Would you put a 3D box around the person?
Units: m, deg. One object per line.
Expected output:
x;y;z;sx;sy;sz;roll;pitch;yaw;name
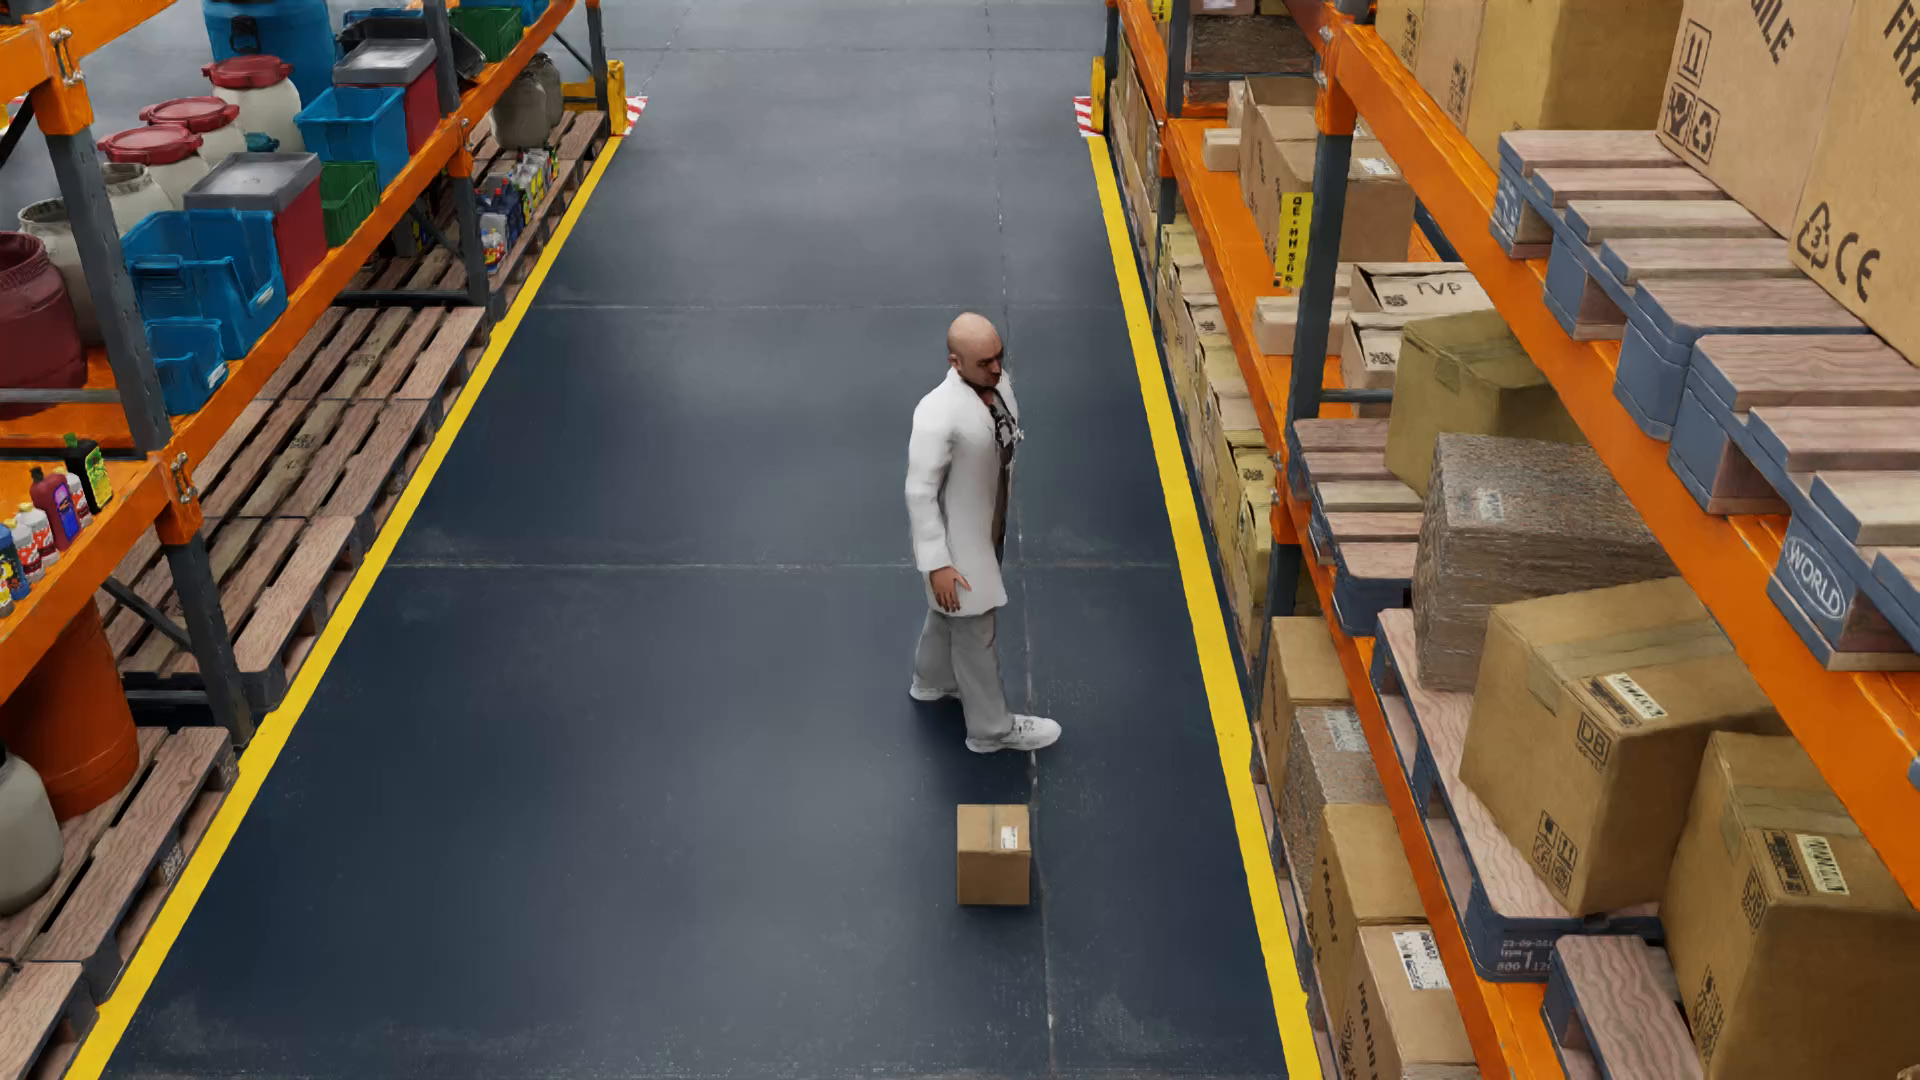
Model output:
0.070;-0.006;6.137;0.678;1.775;0.707;13;33;20;person
